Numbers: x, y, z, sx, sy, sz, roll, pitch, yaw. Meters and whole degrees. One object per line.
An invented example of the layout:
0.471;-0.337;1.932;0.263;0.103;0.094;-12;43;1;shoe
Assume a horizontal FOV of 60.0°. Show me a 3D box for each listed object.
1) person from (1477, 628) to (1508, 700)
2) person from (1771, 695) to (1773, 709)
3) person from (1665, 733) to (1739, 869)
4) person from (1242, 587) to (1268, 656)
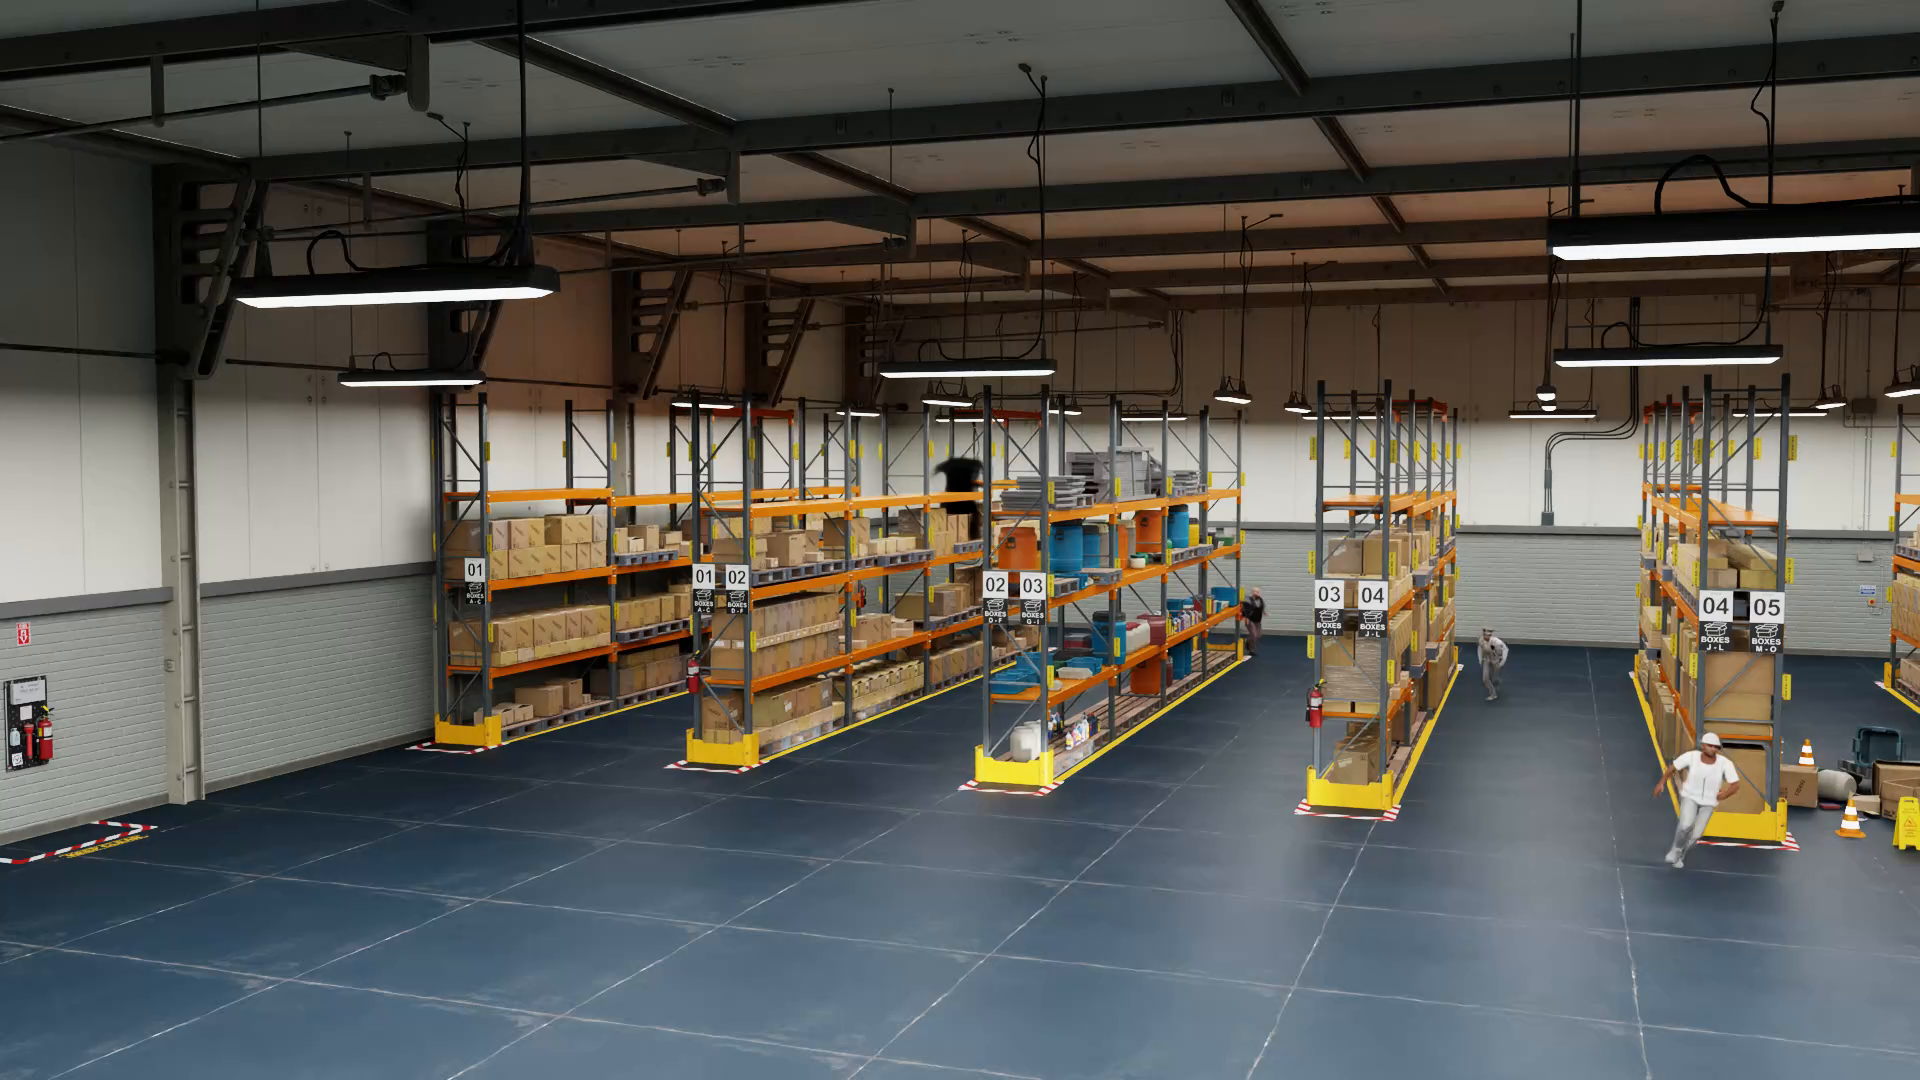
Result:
10.765;2.487;33.541;0.632;1.476;0.877;2;4;37;person
15.570;2.616;32.080;0.529;1.400;1.040;0;3;-2;person
8.861;3.123;19.892;0.796;1.668;0.585;1;3;10;person
7.219;1.996;40.827;0.650;1.683;0.815;-1;3;-26;person
